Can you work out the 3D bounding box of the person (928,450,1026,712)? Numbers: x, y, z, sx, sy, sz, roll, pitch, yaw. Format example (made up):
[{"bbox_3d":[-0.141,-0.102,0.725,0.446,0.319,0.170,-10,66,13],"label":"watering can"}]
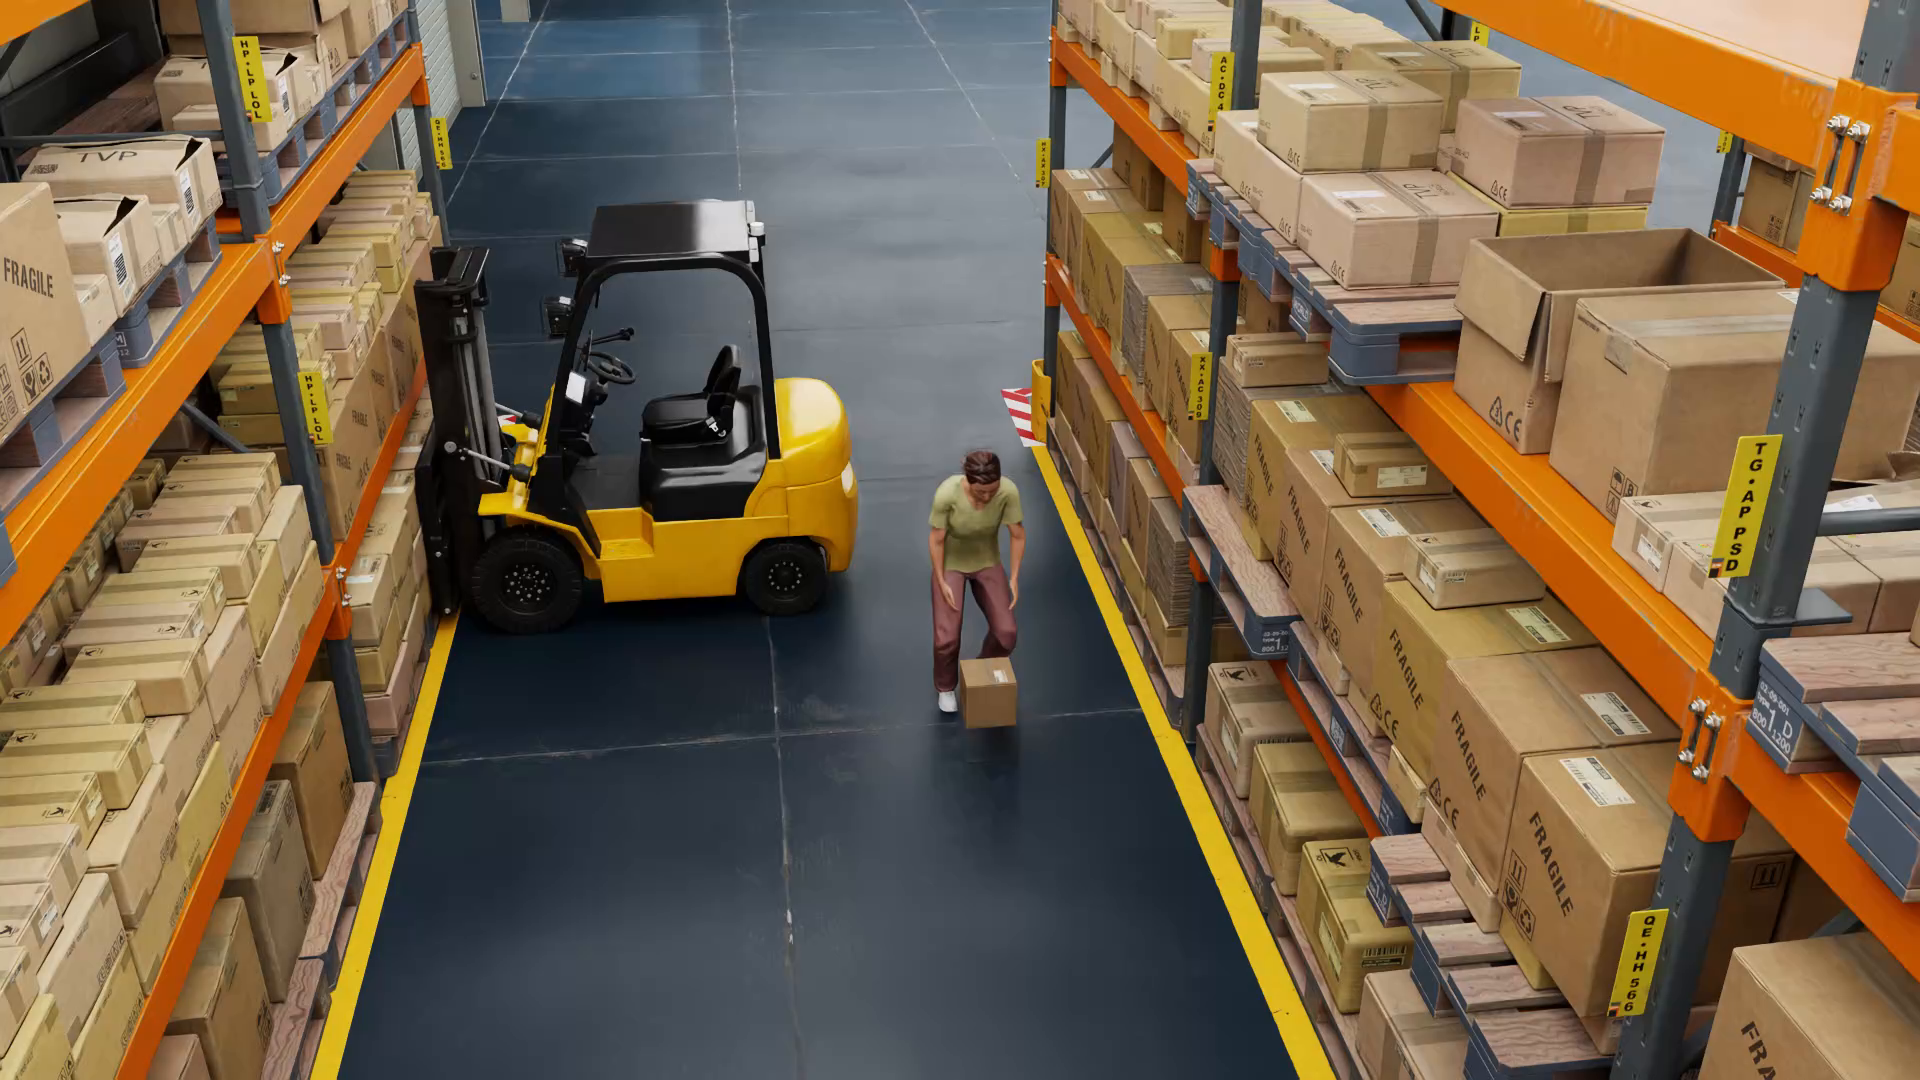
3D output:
[{"bbox_3d":[0.084,0.177,8.460,0.498,1.515,0.533,-4,28,-9],"label":"person"}]
